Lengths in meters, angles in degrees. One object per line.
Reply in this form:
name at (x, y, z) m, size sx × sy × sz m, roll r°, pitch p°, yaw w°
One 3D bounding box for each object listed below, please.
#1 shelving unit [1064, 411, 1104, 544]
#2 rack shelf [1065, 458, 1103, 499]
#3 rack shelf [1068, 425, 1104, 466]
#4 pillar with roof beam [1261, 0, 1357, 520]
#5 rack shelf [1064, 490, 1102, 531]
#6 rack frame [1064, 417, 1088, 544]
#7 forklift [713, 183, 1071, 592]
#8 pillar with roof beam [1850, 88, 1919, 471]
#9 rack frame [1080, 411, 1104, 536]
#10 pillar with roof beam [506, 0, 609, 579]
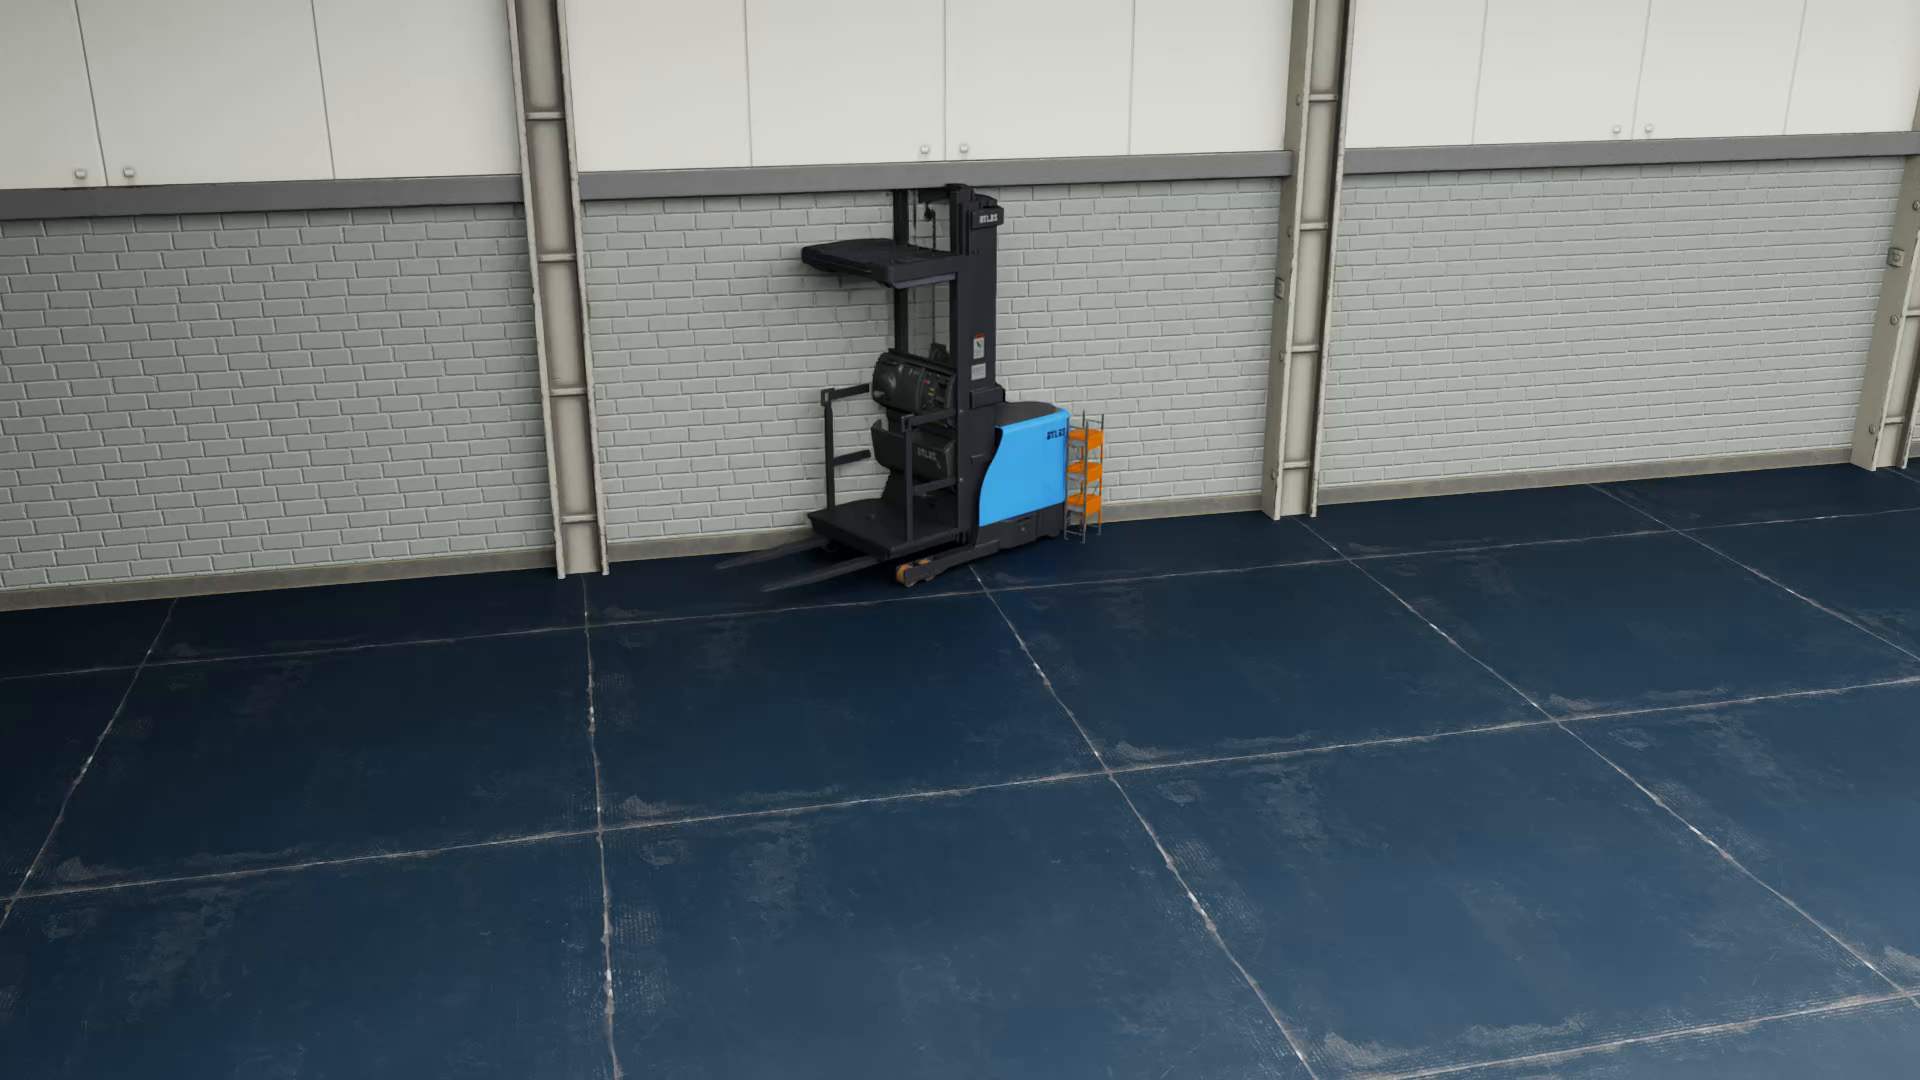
shelving unit at (1.020, -0.517, 13.699) m, size 0.215 × 1.050 × 0.252 m, roll 14°, pitch 24°, yaw 33°
rack shelf at (1.020, -0.507, 13.702) m, size 0.215 × 0.259 × 0.240 m, roll 14°, pitch 24°, yaw 33°
rack shelf at (1.020, -0.773, 13.605) m, size 0.215 × 0.259 × 0.240 m, roll 14°, pitch 24°, yaw 33°
pillar with roof beam at (3.844, -3.024, 8.987) m, size 0.400 × 9.000 × 9.100 m, roll -5°, pitch 21°, yaw -12°
rack shelf at (1.020, -0.246, 13.798) m, size 0.215 × 0.259 × 0.240 m, roll 14°, pitch 24°, yaw 33°
rack frame at (0.949, -0.483, 13.606) m, size 0.200 × 1.050 × 0.008 m, roll 14°, pitch 24°, yaw 33°
forklift at (-0.520, -1.220, 12.884) m, size 3.031 × 2.935 × 1.130 m, roll -17°, pitch 26°, yaw -38°
pillar with roof beam at (9.683, -3.499, 10.283) m, size 0.400 × 9.000 × 9.100 m, roll -5°, pitch 21°, yaw -12°
rack frame at (1.092, -0.551, 13.792) m, size 0.200 × 1.050 × 0.008 m, roll 14°, pitch 24°, yaw 33°
pillar with roof beam at (-1.995, -2.549, 7.690) m, size 0.400 × 9.000 × 9.100 m, roll -5°, pitch 21°, yaw -12°
